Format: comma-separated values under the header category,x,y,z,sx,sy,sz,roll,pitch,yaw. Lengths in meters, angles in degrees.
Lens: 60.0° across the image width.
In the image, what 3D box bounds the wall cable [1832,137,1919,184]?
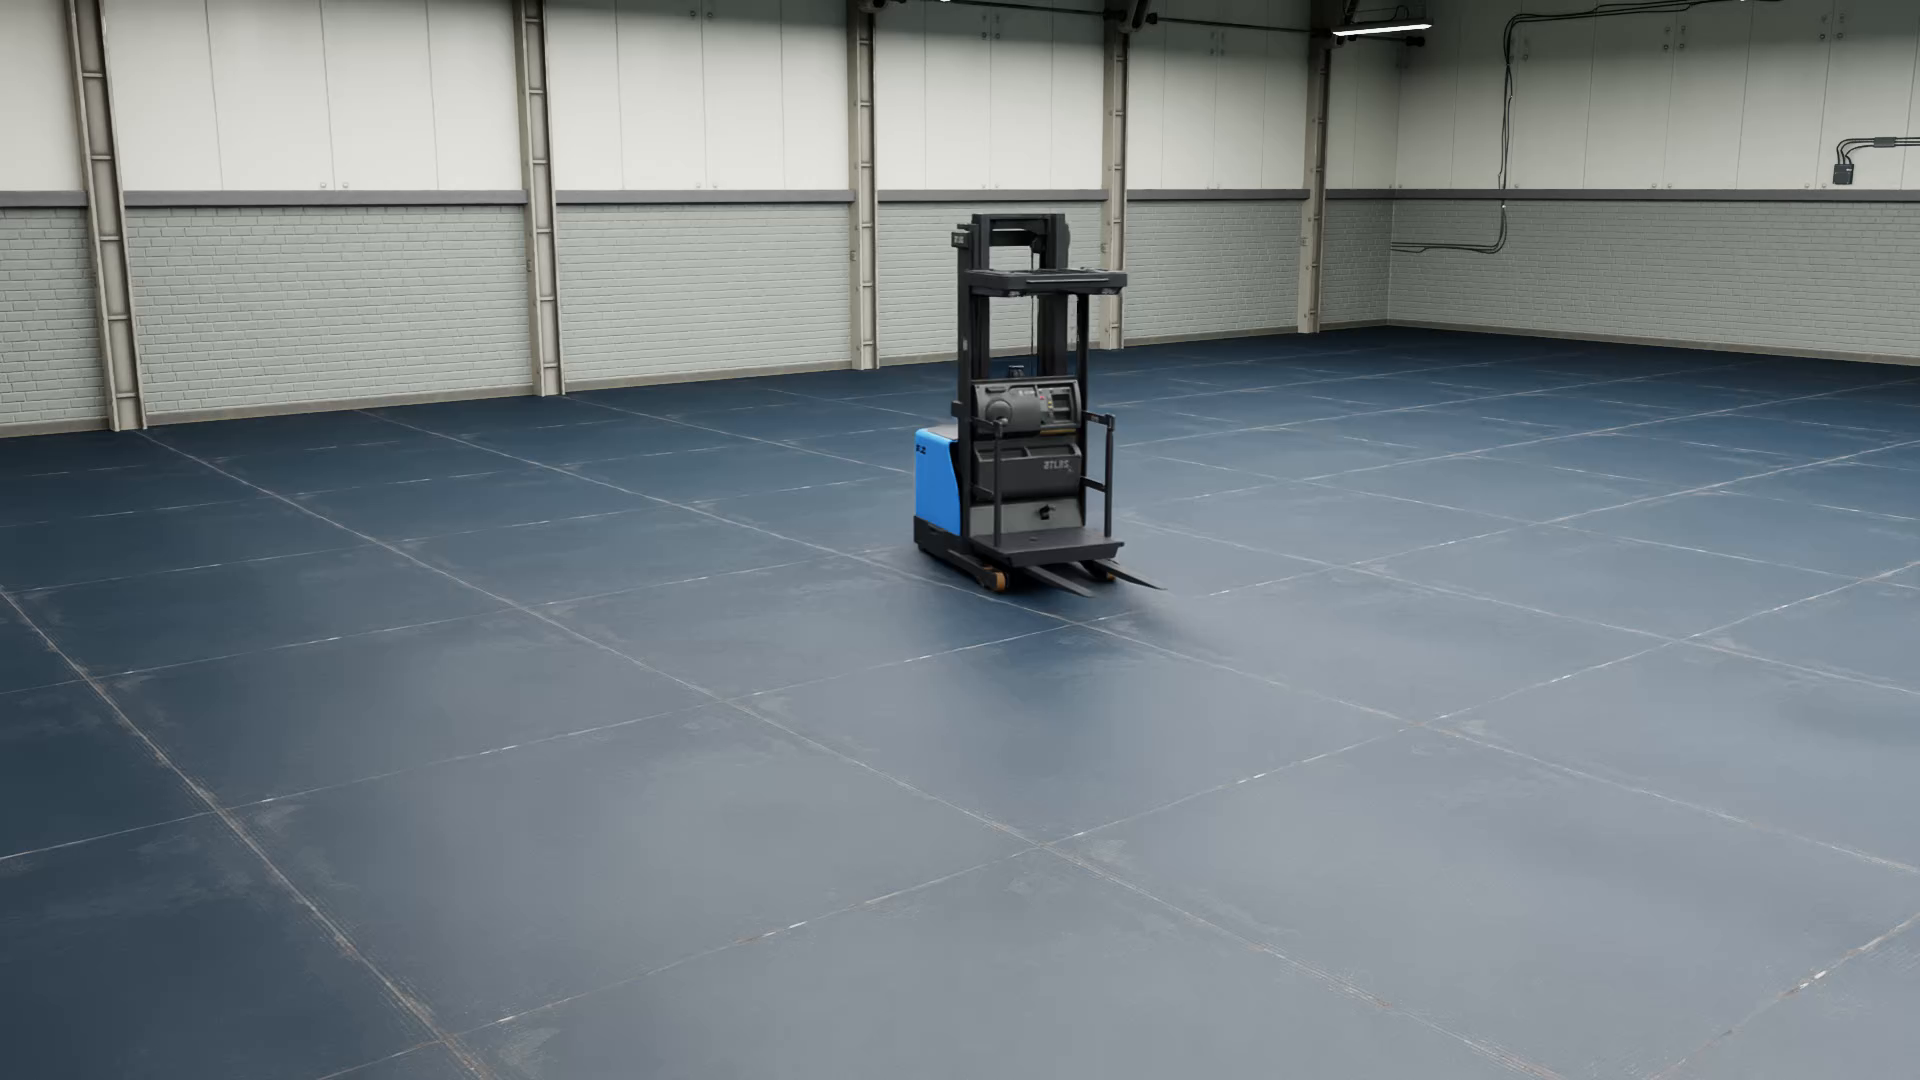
category,x,y,z,sx,sy,sz,roll,pitch,yaw
wall cable,16.738,-9.284,28.997,0.169,6.003,2.305,-9,15,-38

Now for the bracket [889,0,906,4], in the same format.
category,x,y,z,sx,sy,sz,roll,pitch,yaw
bracket,-1.131,-9.194,28.096,0.430,0.232,0.235,-9,15,-38

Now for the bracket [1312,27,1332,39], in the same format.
category,x,y,z,sx,sy,sz,roll,pitch,yaw
bracket,7.591,-10.643,34.922,0.430,0.232,0.235,-9,15,-38

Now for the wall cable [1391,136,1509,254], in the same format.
category,x,y,z,sx,sy,sz,roll,pitch,yaw
wall cable,10.820,-7.643,36.933,0.112,2.526,3.097,-9,15,-38

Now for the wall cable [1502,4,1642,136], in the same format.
category,x,y,z,sx,sy,sz,roll,pitch,yaw
wall cable,12.510,-9.675,34.342,0.112,2.526,3.097,-9,15,-38

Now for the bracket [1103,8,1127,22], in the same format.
category,x,y,z,sx,sy,sz,roll,pitch,yaw
bracket,2.906,-9.865,31.255,0.430,0.232,0.235,-9,15,-38

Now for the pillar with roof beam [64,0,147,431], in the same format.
category,x,y,z,sx,sy,sz,roll,pitch,yaw
pillar with roof beam,-8.358,-5.182,17.866,0.400,9.000,9.100,-9,15,-38

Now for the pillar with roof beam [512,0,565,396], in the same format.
category,x,y,z,sx,sy,sz,roll,pitch,yaw
pillar with roof beam,-3.672,-5.960,21.533,0.400,9.000,9.100,-9,15,-38

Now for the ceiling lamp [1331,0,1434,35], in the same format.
category,x,y,z,sx,sy,sz,roll,pitch,yaw
ceiling lamp,7.643,-10.578,29.225,0.800,3.185,2.000,-9,15,-38

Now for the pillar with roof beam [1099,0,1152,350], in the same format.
category,x,y,z,sx,sy,sz,roll,pitch,yaw
pillar with roof beam,5.698,-7.517,28.866,0.548,9.000,9.100,-9,15,-38

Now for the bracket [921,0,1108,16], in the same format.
category,x,y,z,sx,sy,sz,roll,pitch,yaw
bracket,0.894,-9.531,29.681,4.783,0.066,0.076,-9,15,-38

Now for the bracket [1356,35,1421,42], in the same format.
category,x,y,z,sx,sy,sz,roll,pitch,yaw
bracket,9.629,-10.982,36.517,3.189,0.066,0.076,-9,15,-38

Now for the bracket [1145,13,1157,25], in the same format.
category,x,y,z,sx,sy,sz,roll,pitch,yaw
bracket,3.554,-9.973,31.763,0.430,0.232,0.235,-9,15,-38

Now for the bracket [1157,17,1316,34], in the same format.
category,x,y,z,sx,sy,sz,roll,pitch,yaw
bracket,5.579,-10.309,33.348,4.783,0.066,0.076,-9,15,-38

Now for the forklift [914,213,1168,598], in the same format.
category,x,y,z,sx,sy,sz,roll,pitch,yaw
forklift,0.641,-1.119,13.340,1.130,2.935,3.031,-5,13,-23

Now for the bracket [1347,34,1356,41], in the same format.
category,x,y,z,sx,sy,sz,roll,pitch,yaw
bracket,8.239,-10.751,35.429,0.430,0.232,0.235,-9,15,-38

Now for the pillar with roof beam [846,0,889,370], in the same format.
category,x,y,z,sx,sy,sz,roll,pitch,yaw
pillar with roof beam,1.013,-6.739,25.199,0.548,9.000,9.100,-9,15,-38

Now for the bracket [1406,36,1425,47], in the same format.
category,x,y,z,sx,sy,sz,roll,pitch,yaw
bracket,10.090,-11.059,36.877,0.430,0.232,0.235,-9,15,-38

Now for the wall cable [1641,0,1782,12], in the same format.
category,x,y,z,sx,sy,sz,roll,pitch,yaw
wall cable,14.443,-11.398,31.506,0.112,2.526,3.097,-9,15,-38

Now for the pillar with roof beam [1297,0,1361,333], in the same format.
category,x,y,z,sx,sy,sz,roll,pitch,yaw
pillar with roof beam,10.383,-8.296,32.532,0.548,9.000,9.100,-9,15,-38
